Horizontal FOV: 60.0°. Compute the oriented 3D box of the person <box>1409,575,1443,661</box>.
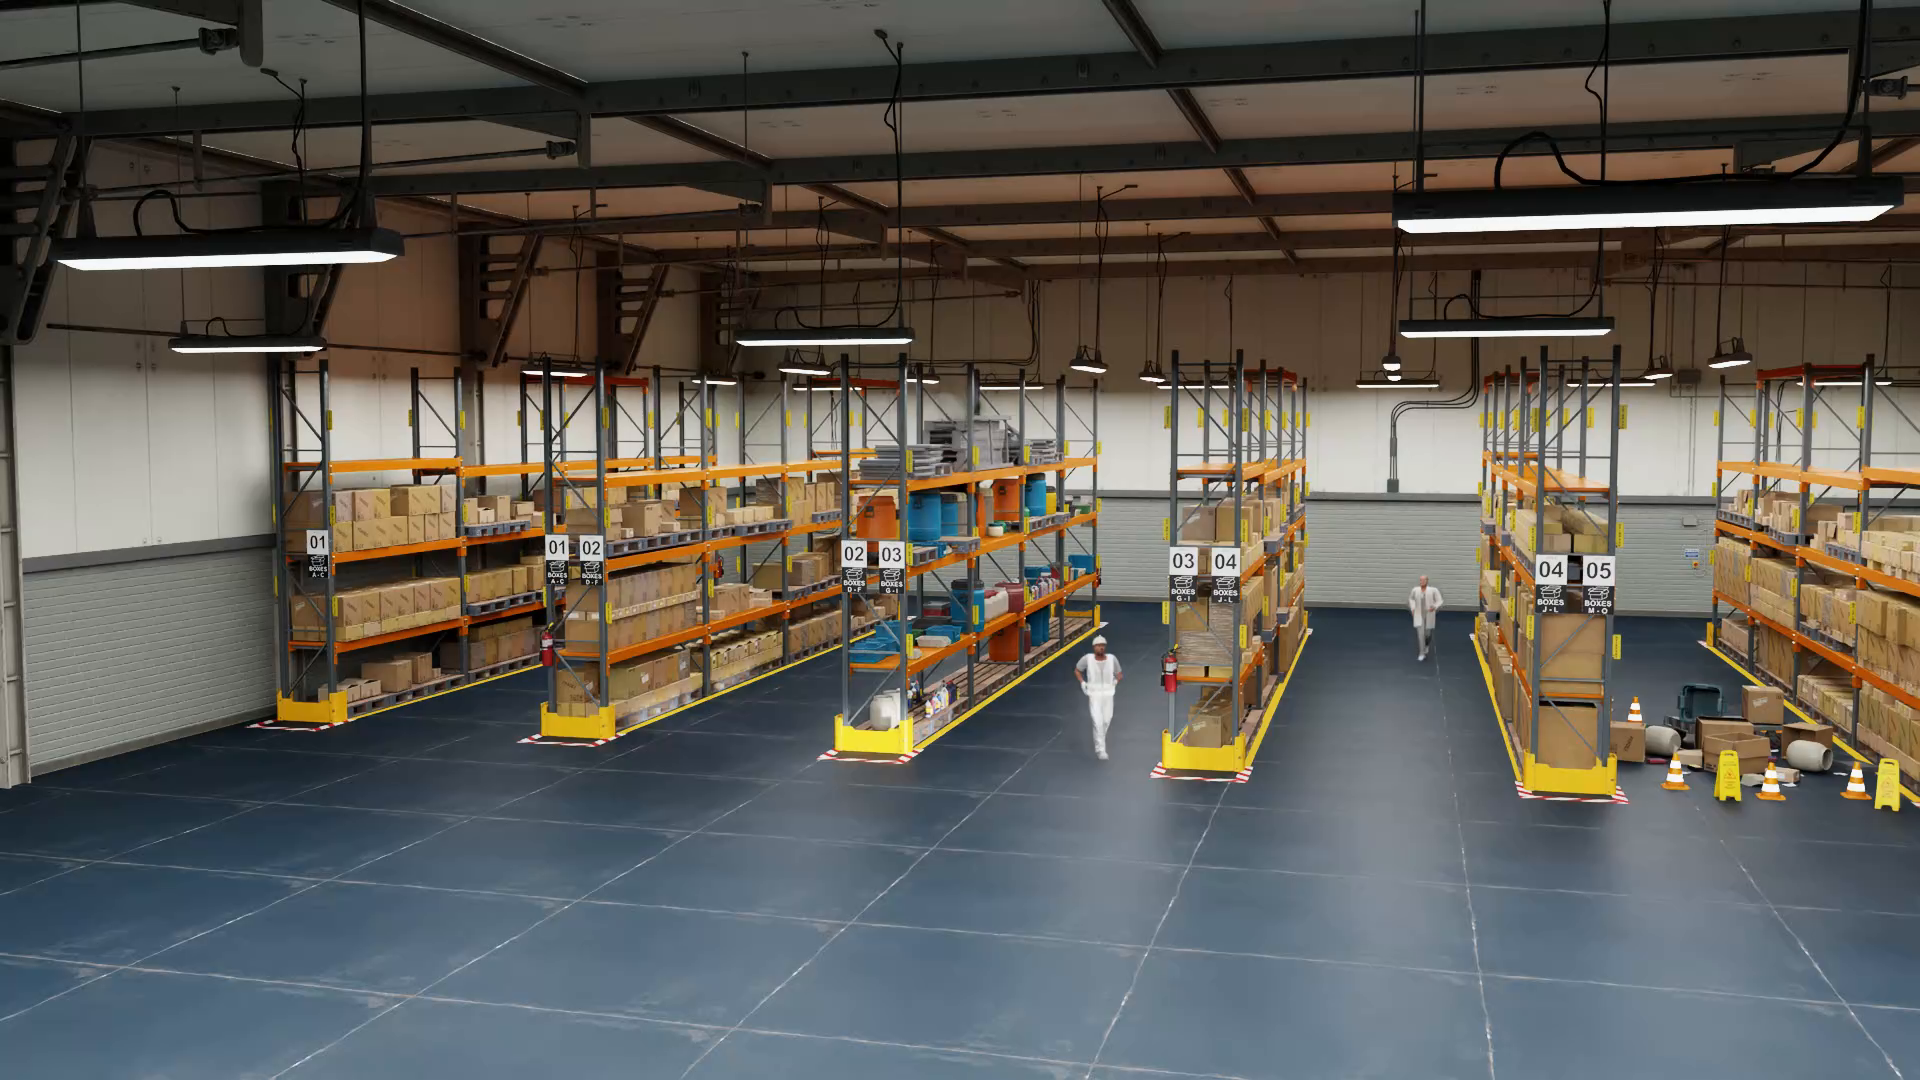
[{"bbox_3d":[9.769,1.622,34.940,0.704,1.773,0.843,2,4,23],"label":"person"}]

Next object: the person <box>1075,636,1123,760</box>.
[{"bbox_3d":[2.080,2.307,24.663,0.689,1.770,0.890,-1,4,-8],"label":"person"}]
